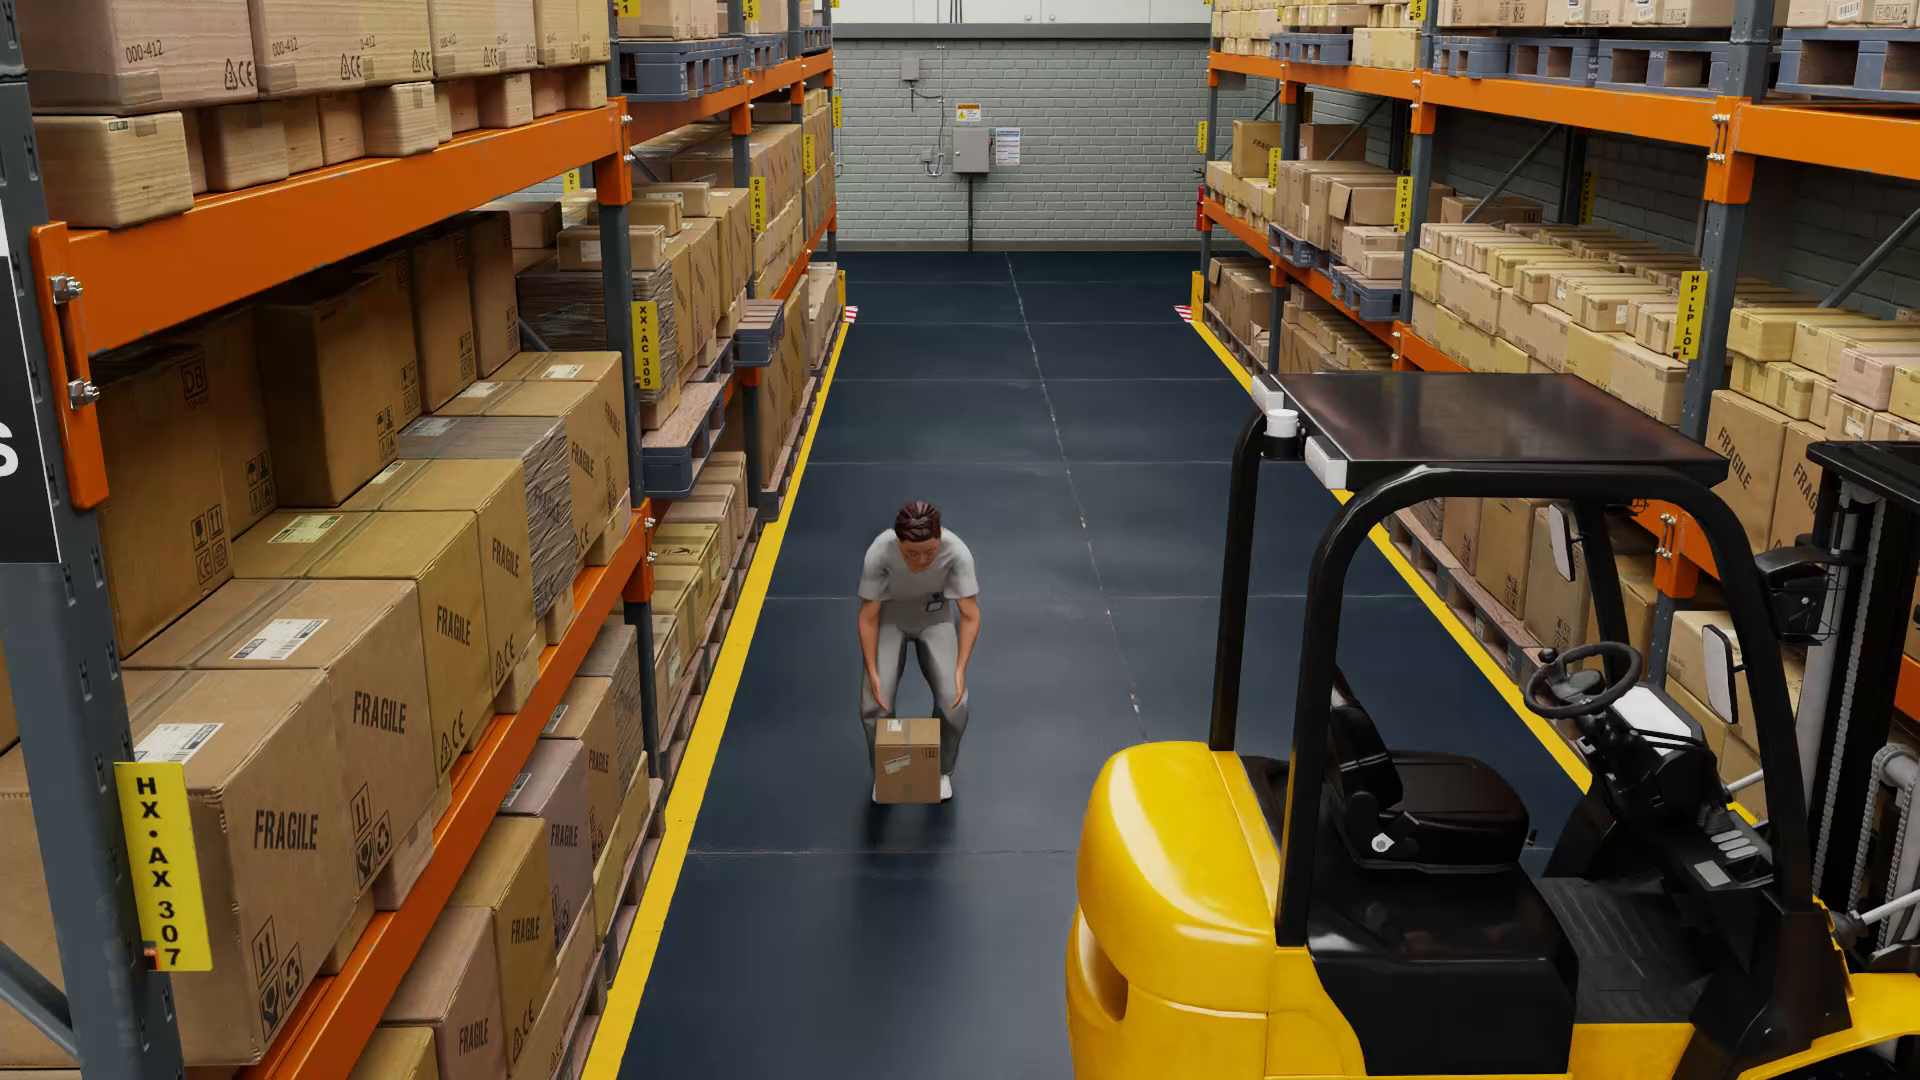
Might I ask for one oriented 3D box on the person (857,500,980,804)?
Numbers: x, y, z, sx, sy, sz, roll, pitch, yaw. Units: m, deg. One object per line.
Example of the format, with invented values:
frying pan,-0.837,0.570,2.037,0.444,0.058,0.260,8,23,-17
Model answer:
person,-0.165,0.424,6.764,0.491,1.335,0.665,0,17,-1
